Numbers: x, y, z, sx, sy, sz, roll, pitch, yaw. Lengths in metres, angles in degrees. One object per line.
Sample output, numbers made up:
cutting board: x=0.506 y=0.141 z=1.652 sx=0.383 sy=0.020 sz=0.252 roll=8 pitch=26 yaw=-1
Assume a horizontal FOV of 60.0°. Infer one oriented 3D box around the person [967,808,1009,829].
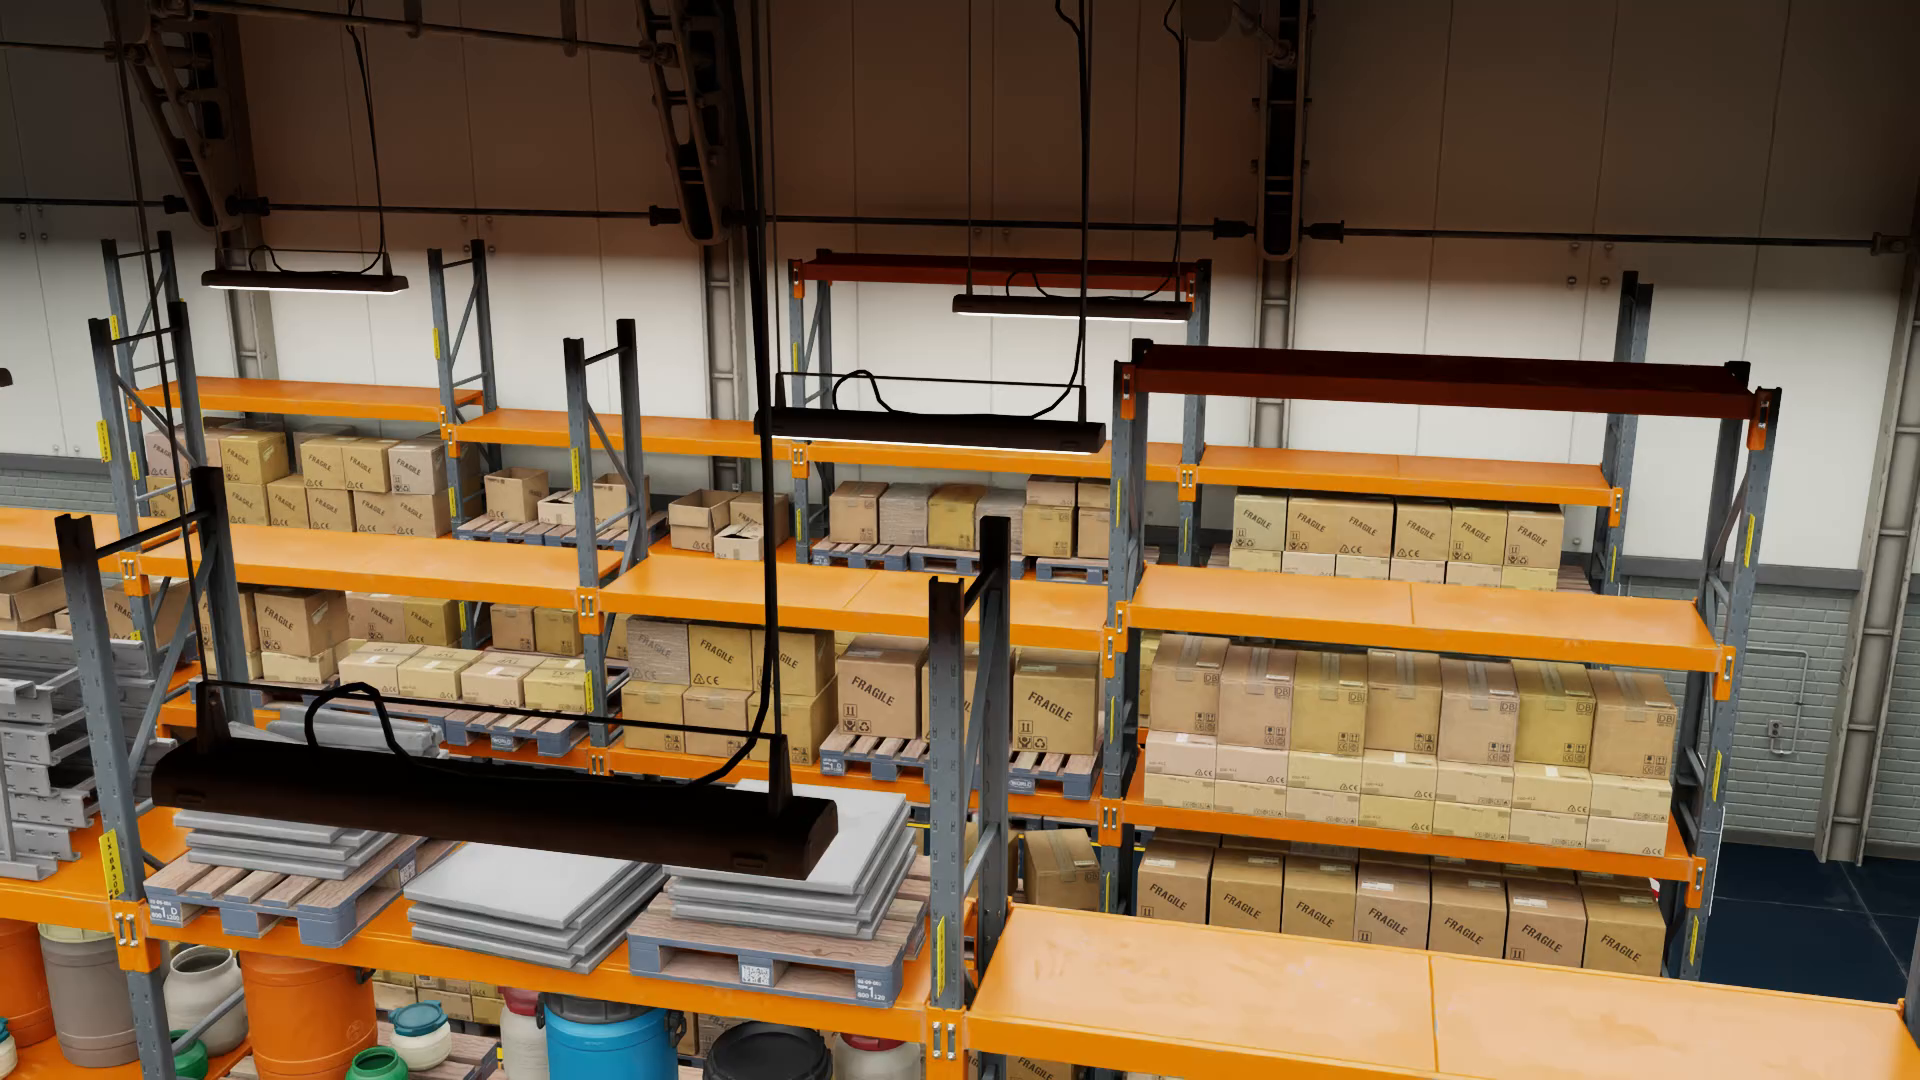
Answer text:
person: x=0.308 y=2.985 z=15.178 sx=0.590 sy=1.691 sz=0.698 roll=6 pitch=17 yaw=20
